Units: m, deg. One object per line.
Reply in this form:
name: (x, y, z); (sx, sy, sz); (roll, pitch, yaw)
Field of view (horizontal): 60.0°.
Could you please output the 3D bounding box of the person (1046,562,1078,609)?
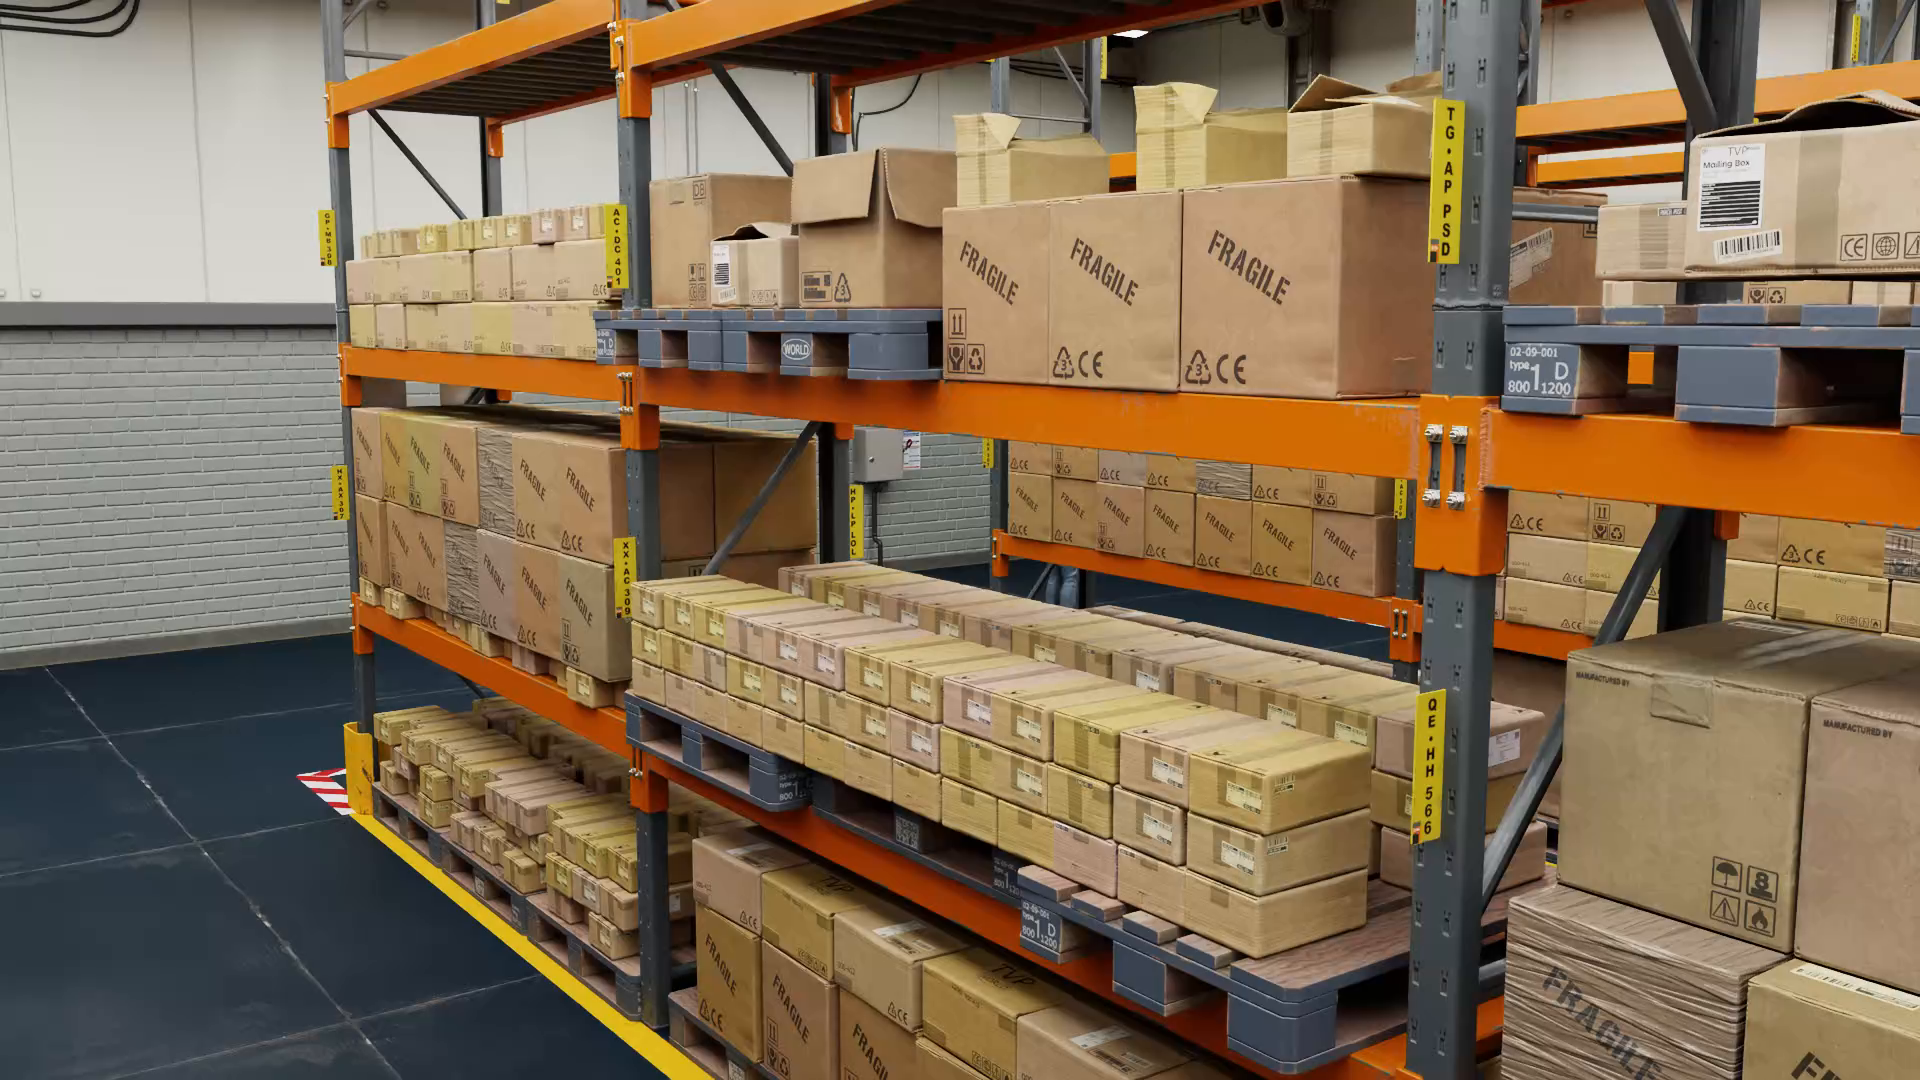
person: (0.963, -0.013, 15.824); (0.456, 1.763, 0.580); (-6, 10, -37)
